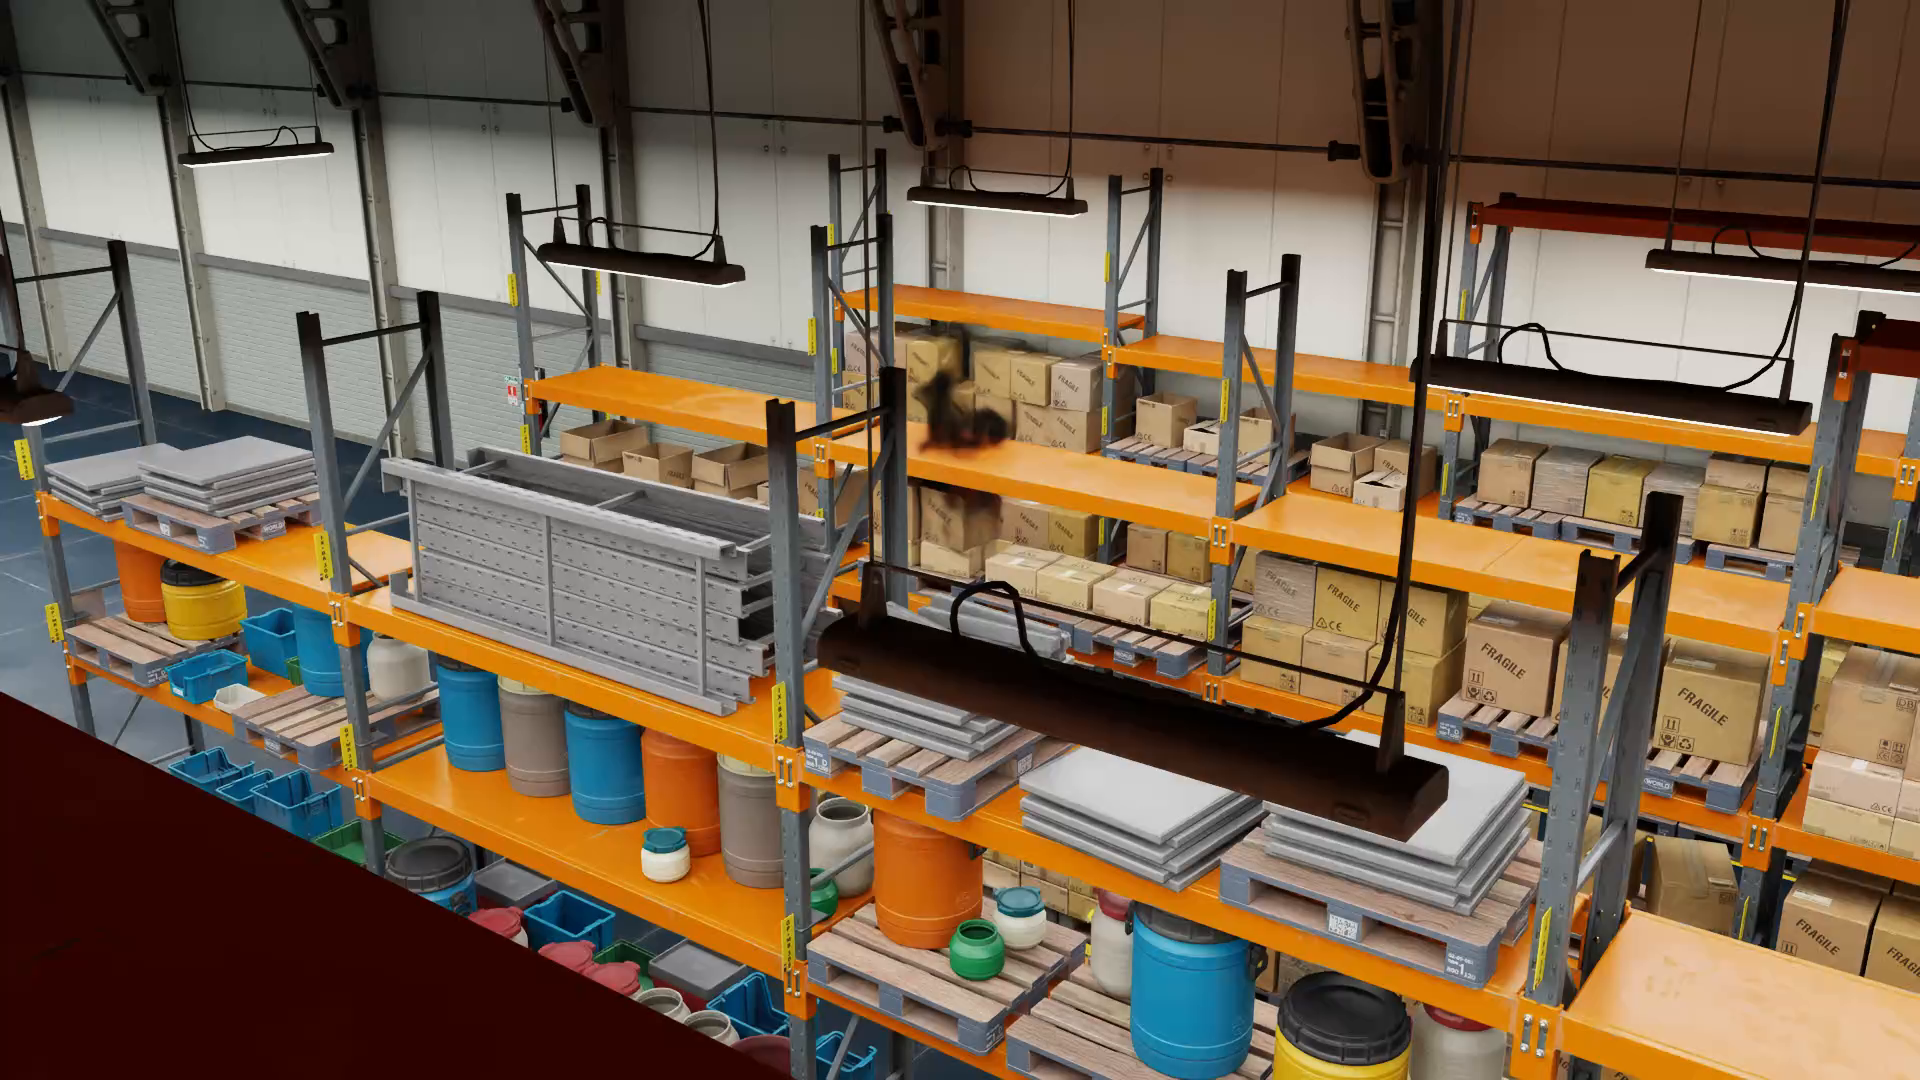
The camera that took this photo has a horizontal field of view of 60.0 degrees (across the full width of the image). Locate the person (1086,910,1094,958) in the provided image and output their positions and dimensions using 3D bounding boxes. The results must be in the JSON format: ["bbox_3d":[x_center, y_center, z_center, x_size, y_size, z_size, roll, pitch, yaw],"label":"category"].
[{"bbox_3d":[1.040,3.424,12.012,0.953,1.774,0.692,9,20,25],"label":"person"}]
